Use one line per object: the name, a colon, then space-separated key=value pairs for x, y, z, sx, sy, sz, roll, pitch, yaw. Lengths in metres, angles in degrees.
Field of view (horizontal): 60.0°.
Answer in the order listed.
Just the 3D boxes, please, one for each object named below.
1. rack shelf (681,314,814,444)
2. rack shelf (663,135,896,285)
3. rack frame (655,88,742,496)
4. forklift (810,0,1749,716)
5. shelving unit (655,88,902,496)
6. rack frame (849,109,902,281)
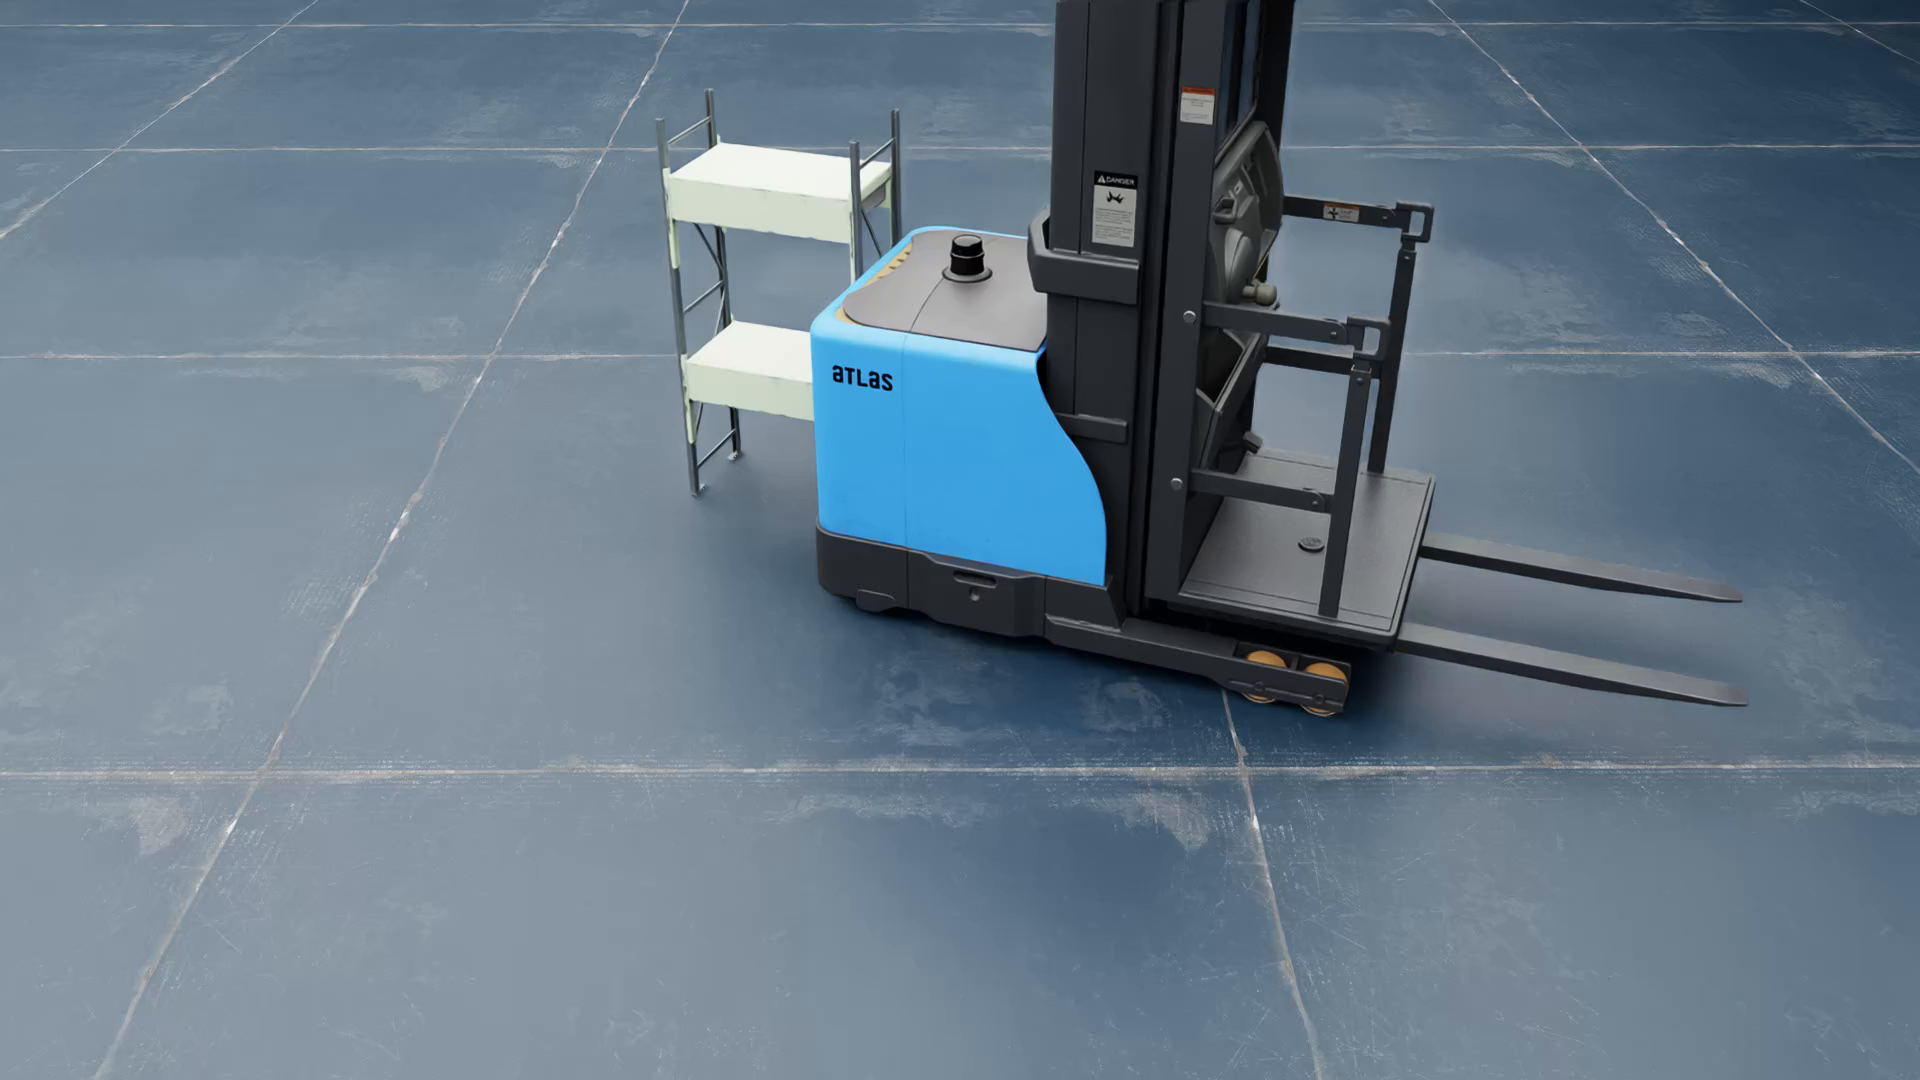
rack shelf: x=-0.635 y=-0.568 z=6.368 sx=0.720 sy=0.370 sz=0.431 roll=11 pitch=33 yaw=17
rack shelf: x=-0.635 y=-1.180 z=5.996 sx=0.720 sy=0.370 sz=0.431 roll=11 pitch=33 yaw=17
rack frame: x=-0.979 y=-0.911 z=6.306 sx=0.023 sy=1.500 sz=0.400 roll=11 pitch=33 yaw=17
forklift: x=1.070 y=-1.002 z=5.076 sx=3.031 sy=2.935 sz=1.130 roll=11 pitch=33 yaw=17
shelving unit: x=-0.635 y=-0.846 z=6.199 sx=0.755 sy=1.500 sz=0.431 roll=11 pitch=33 yaw=17
rack frame: x=-0.291 y=-0.781 z=6.092 sx=0.023 sy=1.500 sz=0.400 roll=11 pitch=33 yaw=17
